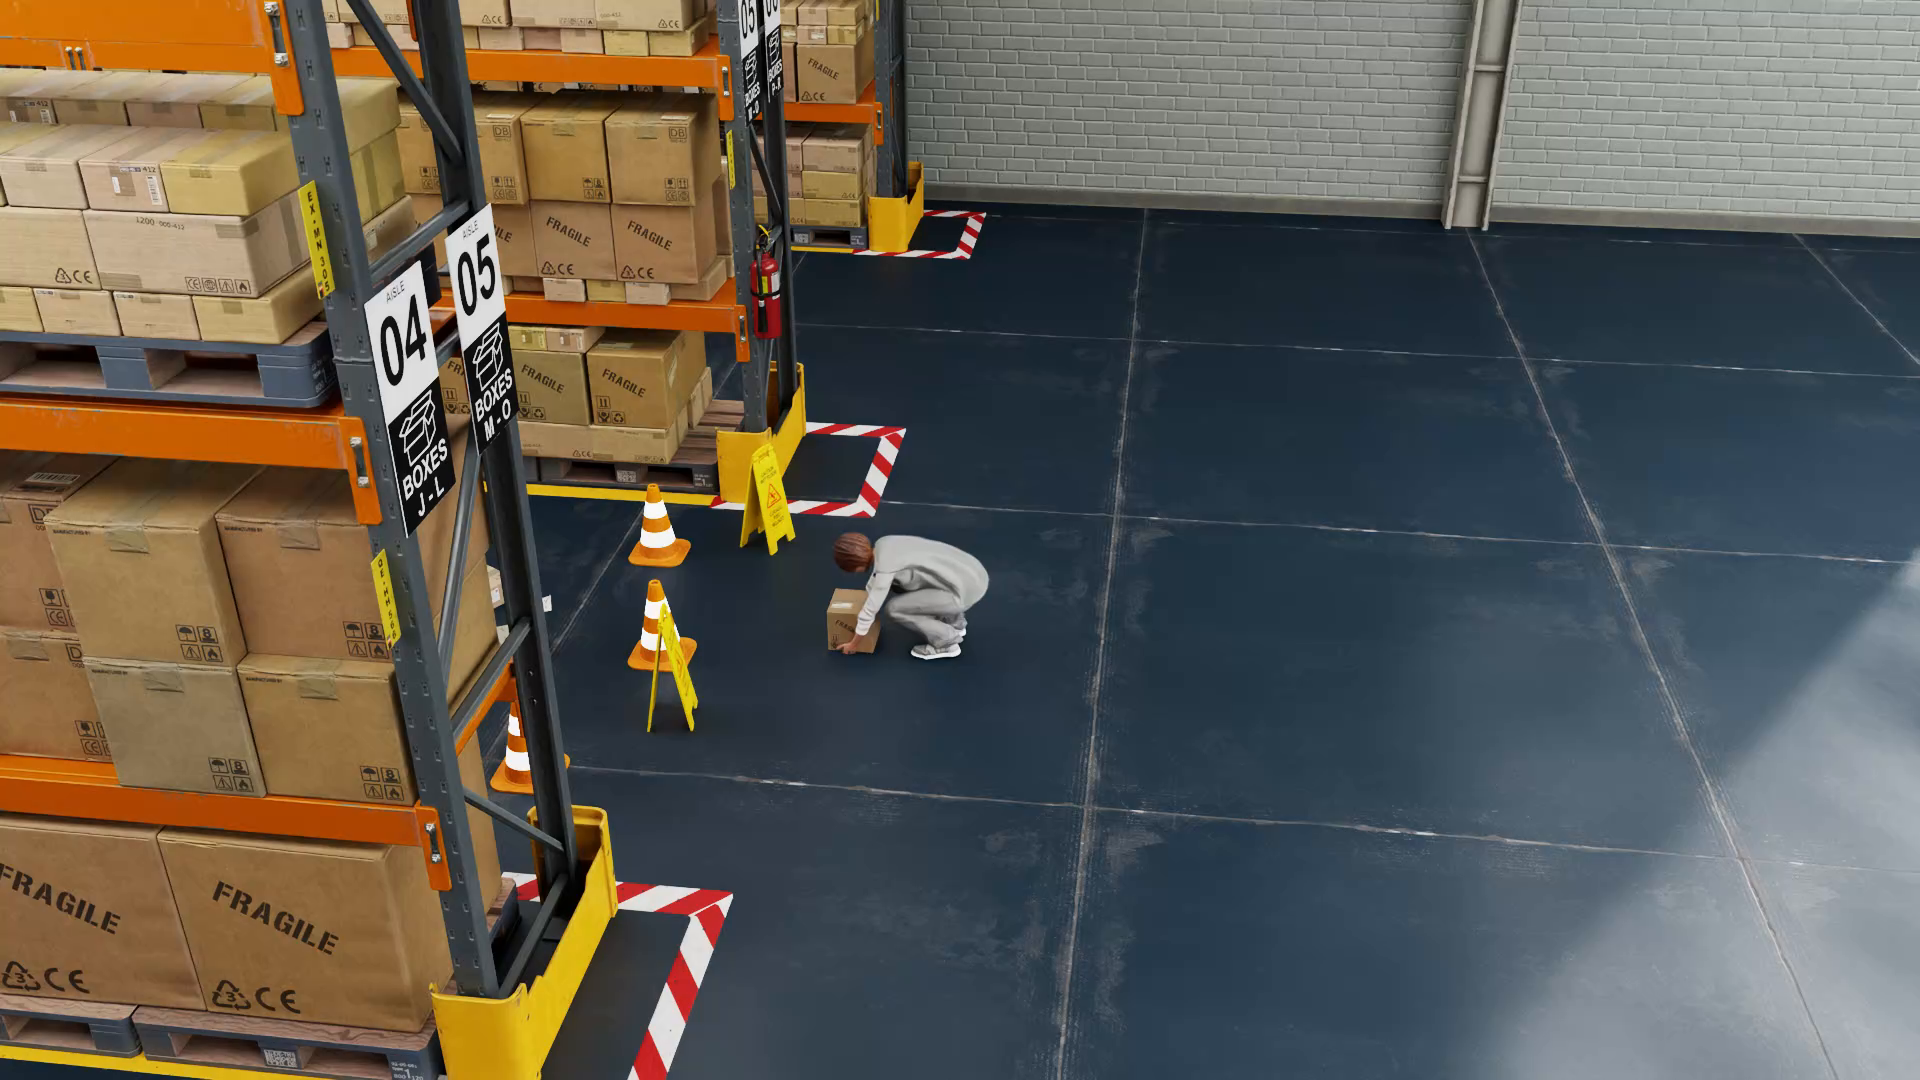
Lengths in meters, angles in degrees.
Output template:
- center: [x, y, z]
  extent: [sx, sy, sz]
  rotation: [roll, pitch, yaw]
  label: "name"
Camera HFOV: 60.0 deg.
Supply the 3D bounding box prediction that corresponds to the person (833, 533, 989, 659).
- center: [-0.264, 0.303, 9.091]
  extent: [0.839, 0.754, 0.431]
  rotation: [3, 29, 5]
  label: "person"
